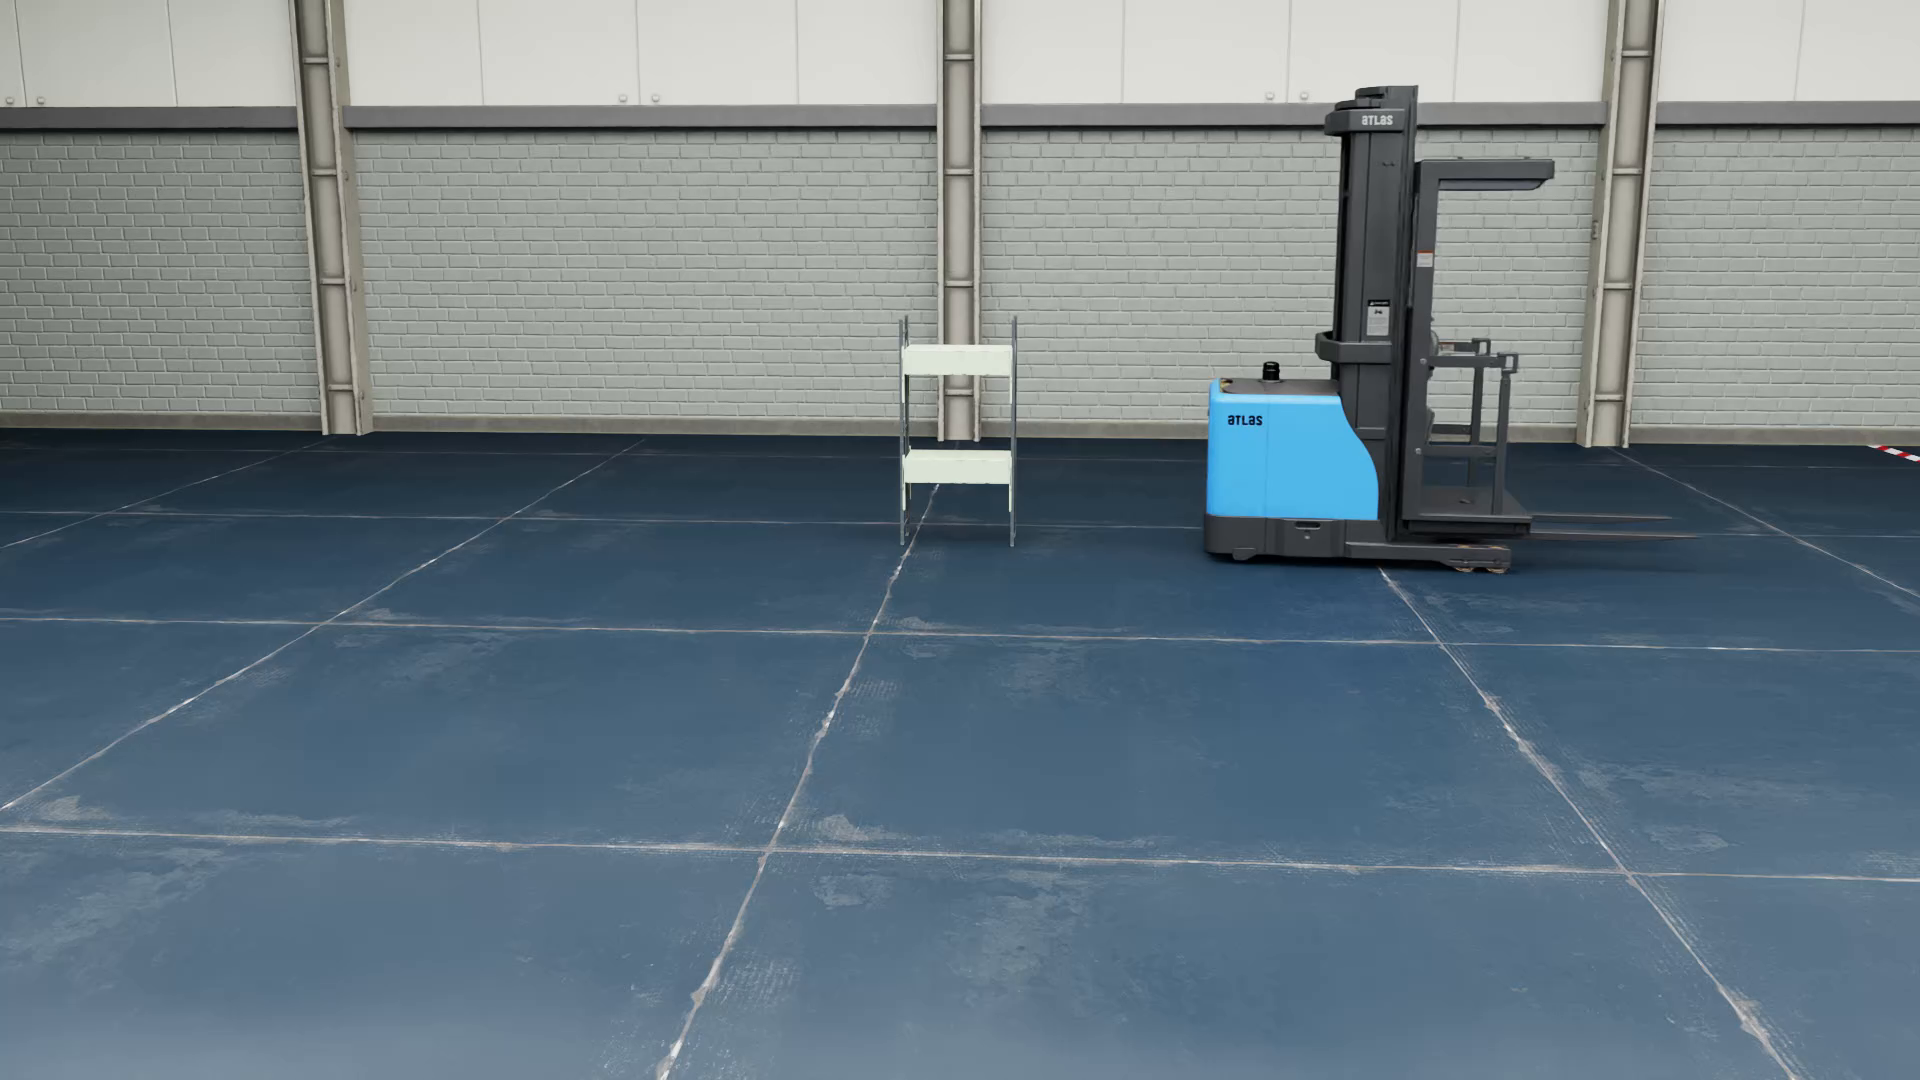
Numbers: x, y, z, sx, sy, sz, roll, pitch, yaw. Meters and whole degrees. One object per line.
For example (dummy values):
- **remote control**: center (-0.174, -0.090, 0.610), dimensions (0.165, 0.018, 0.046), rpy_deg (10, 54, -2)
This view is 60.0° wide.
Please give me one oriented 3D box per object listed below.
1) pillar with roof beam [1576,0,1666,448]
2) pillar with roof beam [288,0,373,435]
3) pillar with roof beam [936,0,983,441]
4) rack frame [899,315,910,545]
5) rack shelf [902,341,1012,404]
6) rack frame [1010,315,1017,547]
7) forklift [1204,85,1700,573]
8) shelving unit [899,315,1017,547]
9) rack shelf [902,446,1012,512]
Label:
- **pillar with roof beam**: center (5.696, -4.412, 10.381), dimensions (0.400, 9.000, 9.100), rpy_deg (1, 12, 4)
- **pillar with roof beam**: center (-6.277, -4.576, 11.166), dimensions (0.400, 9.000, 9.100), rpy_deg (1, 12, 4)
- **pillar with roof beam**: center (-0.291, -4.494, 10.773), dimensions (0.400, 9.000, 9.100), rpy_deg (1, 12, 4)
- **rack frame**: center (-0.372, -0.739, 11.139), dimensions (0.023, 1.500, 0.400), rpy_deg (1, 12, 4)
- **rack shelf**: center (-0.007, -1.116, 11.035), dimensions (0.720, 0.370, 0.431), rpy_deg (1, 12, 4)
- **rack frame**: center (0.359, -0.729, 11.091), dimensions (0.023, 1.500, 0.400), rpy_deg (1, 12, 4)
- **forklift**: center (3.117, -1.345, 10.541), dimensions (3.031, 2.935, 1.130), rpy_deg (2, 12, 8)
- **shelving unit**: center (-0.007, -0.734, 11.115), dimensions (0.755, 1.500, 0.431), rpy_deg (1, 12, 4)
- **rack shelf**: center (-0.007, -0.415, 11.182), dimensions (0.720, 0.370, 0.431), rpy_deg (1, 12, 4)
